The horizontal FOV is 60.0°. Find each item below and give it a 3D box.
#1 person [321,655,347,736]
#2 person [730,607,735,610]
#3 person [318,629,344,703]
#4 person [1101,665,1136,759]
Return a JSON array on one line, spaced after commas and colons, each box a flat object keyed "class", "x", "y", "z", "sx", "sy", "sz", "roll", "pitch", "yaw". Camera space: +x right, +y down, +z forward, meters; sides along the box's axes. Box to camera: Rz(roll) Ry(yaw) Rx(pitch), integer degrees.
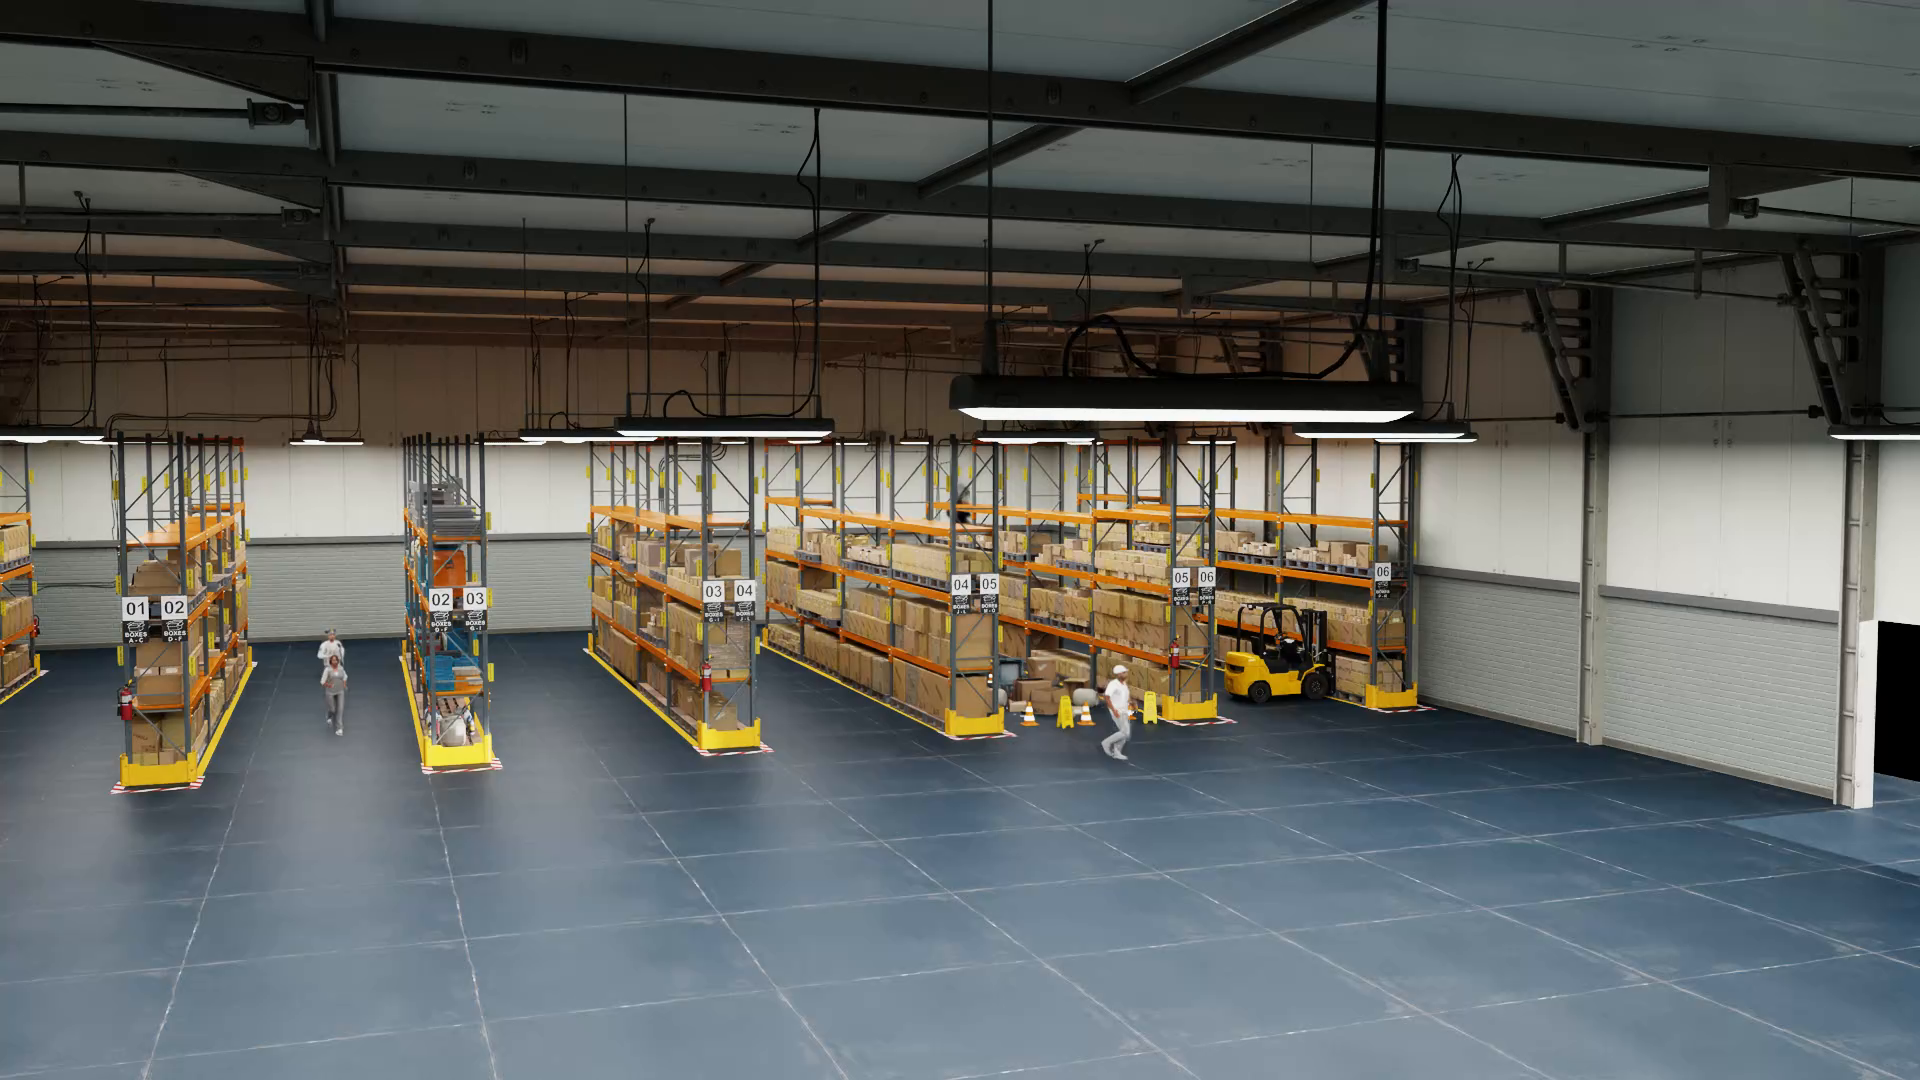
[{"class": "person", "x": -12.475, "y": 3.090, "z": 33.192, "sx": 0.537, "sy": 1.564, "sz": 0.860, "roll": -2, "pitch": 4, "yaw": -34}, {"class": "person", "x": -6.718, "y": 2.238, "z": 47.614, "sx": 0.669, "sy": 1.754, "sz": 0.698, "roll": 0, "pitch": 3, "yaw": -8}, {"class": "person", "x": -13.930, "y": 2.808, "z": 36.908, "sx": 0.612, "sy": 1.702, "sz": 0.919, "roll": -2, "pitch": 4, "yaw": -33}, {"class": "person", "x": 2.918, "y": 3.164, "z": 30.592, "sx": 0.578, "sy": 1.733, "sz": 0.715, "roll": 1, "pitch": 3, "yaw": 23}]
